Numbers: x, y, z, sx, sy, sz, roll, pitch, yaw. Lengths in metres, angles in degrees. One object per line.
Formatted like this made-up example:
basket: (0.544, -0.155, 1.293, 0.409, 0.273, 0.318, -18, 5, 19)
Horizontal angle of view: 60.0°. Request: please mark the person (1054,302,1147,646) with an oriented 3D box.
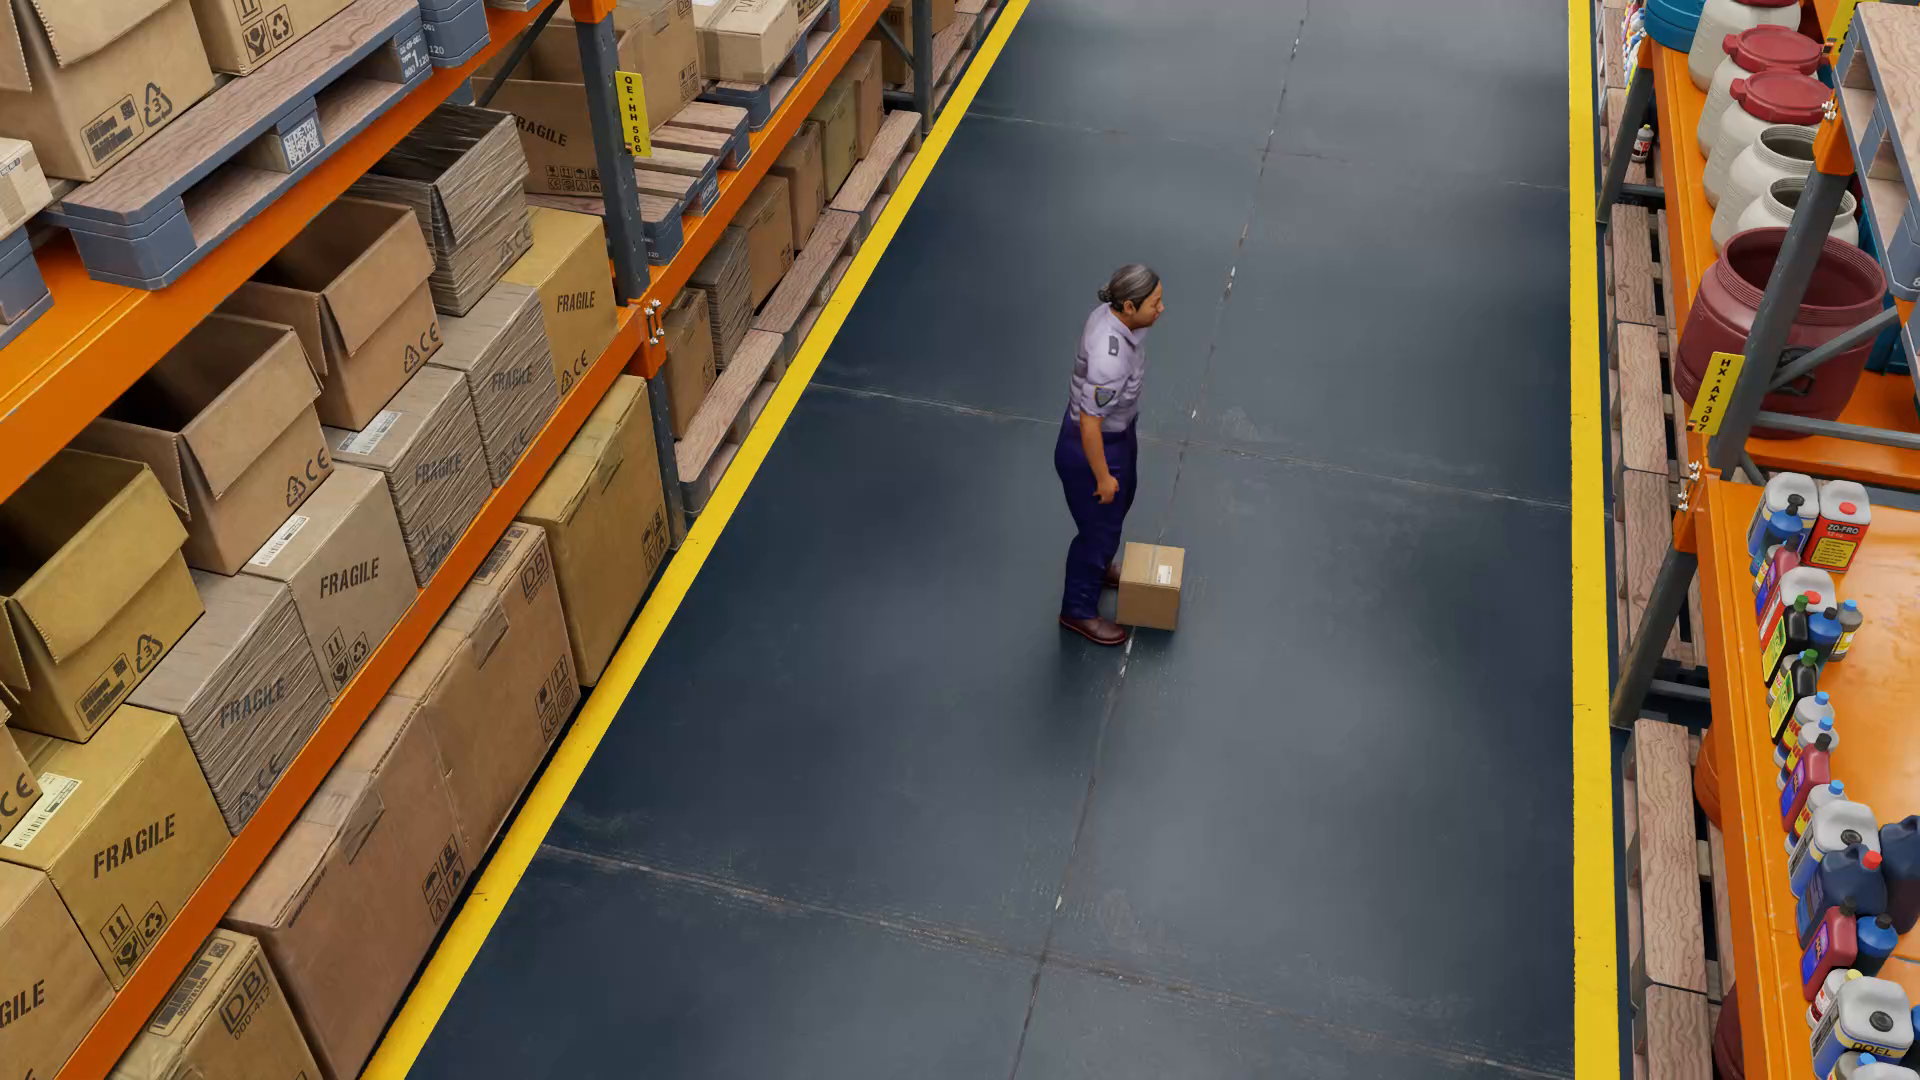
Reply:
person: (0.568, -0.302, 6.640, 0.363, 1.477, 0.543, 9, 42, 10)
